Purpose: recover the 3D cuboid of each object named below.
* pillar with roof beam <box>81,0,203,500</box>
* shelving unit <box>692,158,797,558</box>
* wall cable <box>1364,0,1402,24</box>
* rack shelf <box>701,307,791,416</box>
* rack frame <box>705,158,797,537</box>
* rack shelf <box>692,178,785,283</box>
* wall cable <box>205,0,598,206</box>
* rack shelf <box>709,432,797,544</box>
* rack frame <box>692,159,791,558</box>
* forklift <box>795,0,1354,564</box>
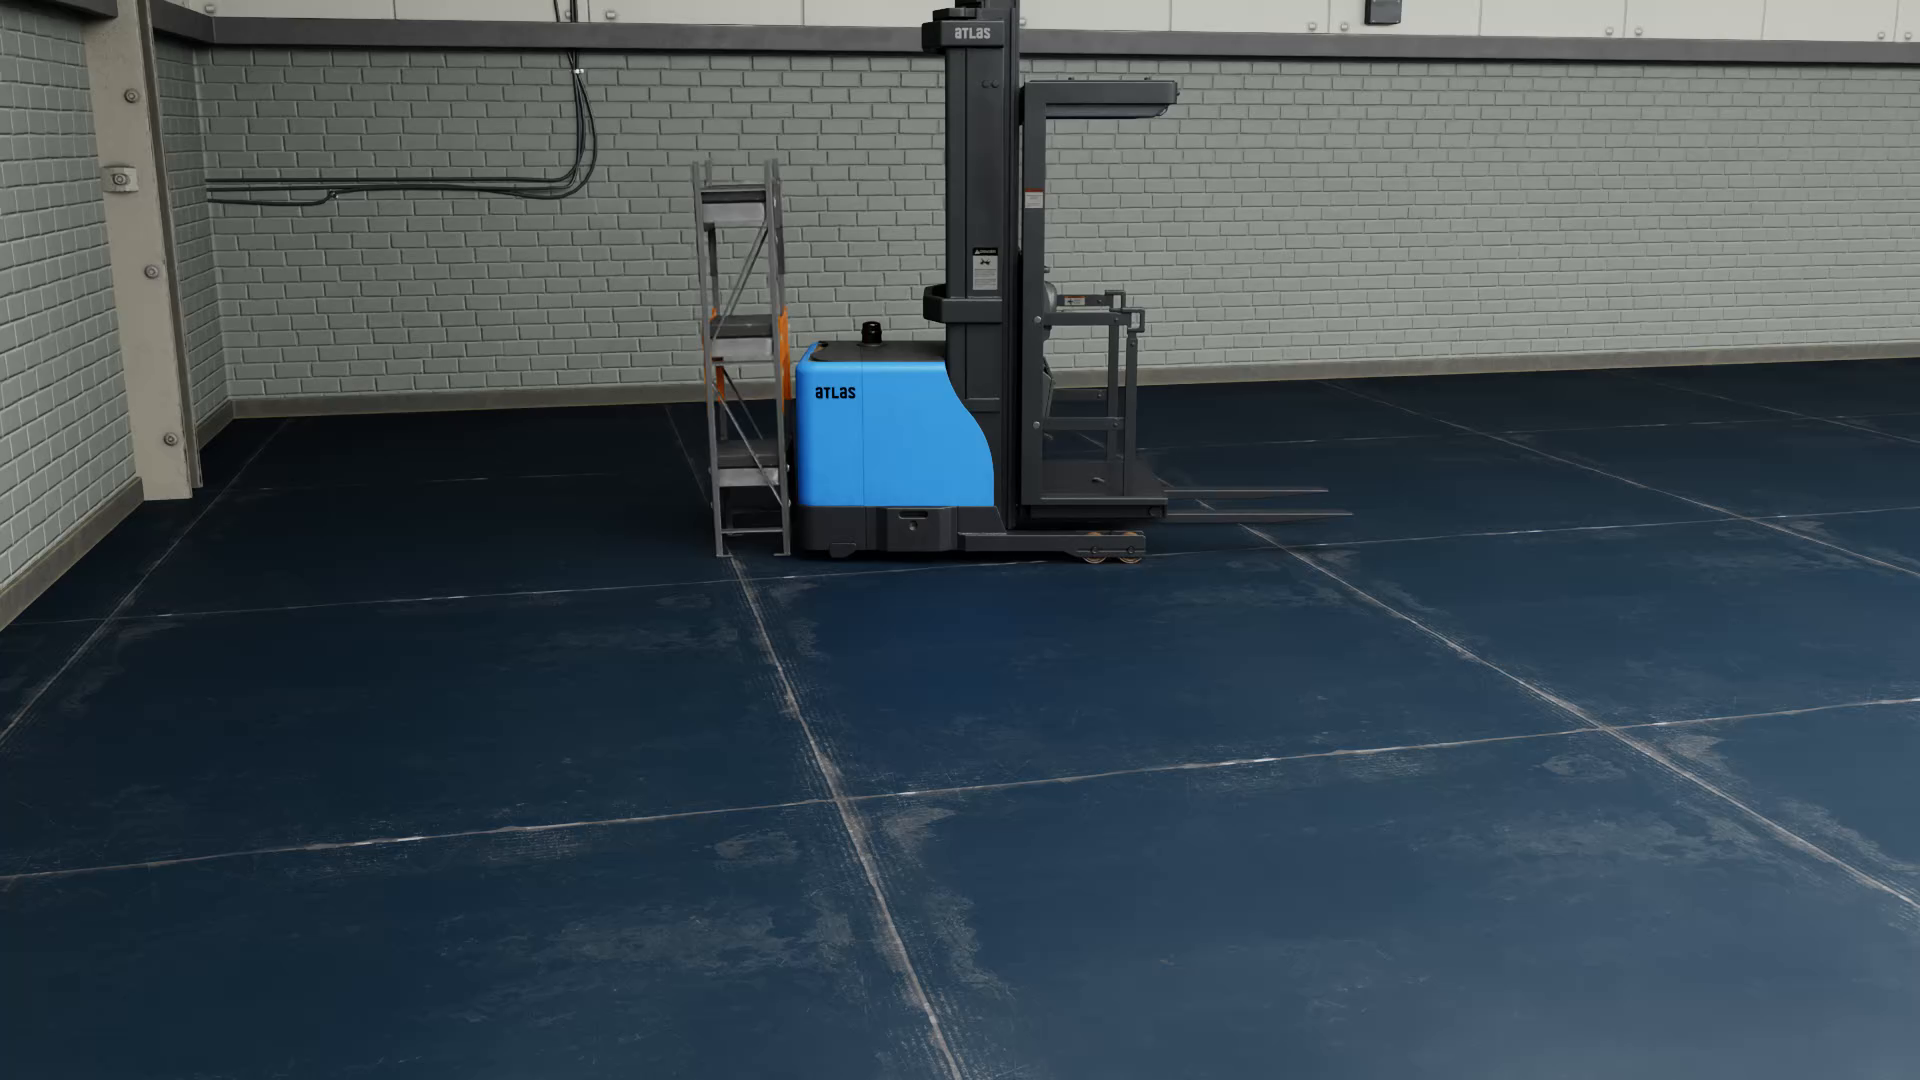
[{"bbox_3d":[-0.872,-4.912,10.573,9.100,9.000,0.400,-3,14,-13],"label":"pillar with roof beam"},{"bbox_3d":[-1.152,-0.988,9.023,0.431,2.100,0.503,-2,14,-1],"label":"shelving unit"},{"bbox_3d":[4.769,-7.603,14.422,2.305,6.003,0.169,-3,14,-13],"label":"wall cable"},{"bbox_3d":[-1.152,-0.975,9.026,0.431,0.518,0.480,-2,14,-1],"label":"rack shelf"},{"bbox_3d":[-1.157,-1.046,9.260,0.400,2.100,0.015,-2,14,-1],"label":"rack frame"},{"bbox_3d":[-1.169,-1.654,8.860,0.431,0.518,0.480,-2,14,-1],"label":"rack shelf"},{"bbox_3d":[-4.463,-3.917,13.043,3.097,2.526,0.112,-3,14,-13],"label":"wall cable"},{"bbox_3d":[-1.135,-0.295,9.193,0.431,0.518,0.480,-2,14,-1],"label":"rack shelf"},{"bbox_3d":[-1.147,-0.930,8.786,0.400,2.100,0.015,-2,14,-1],"label":"rack frame"},{"bbox_3d":[0.631,-1.424,9.082,3.031,2.935,1.130,0,14,0],"label":"forklift"}]
